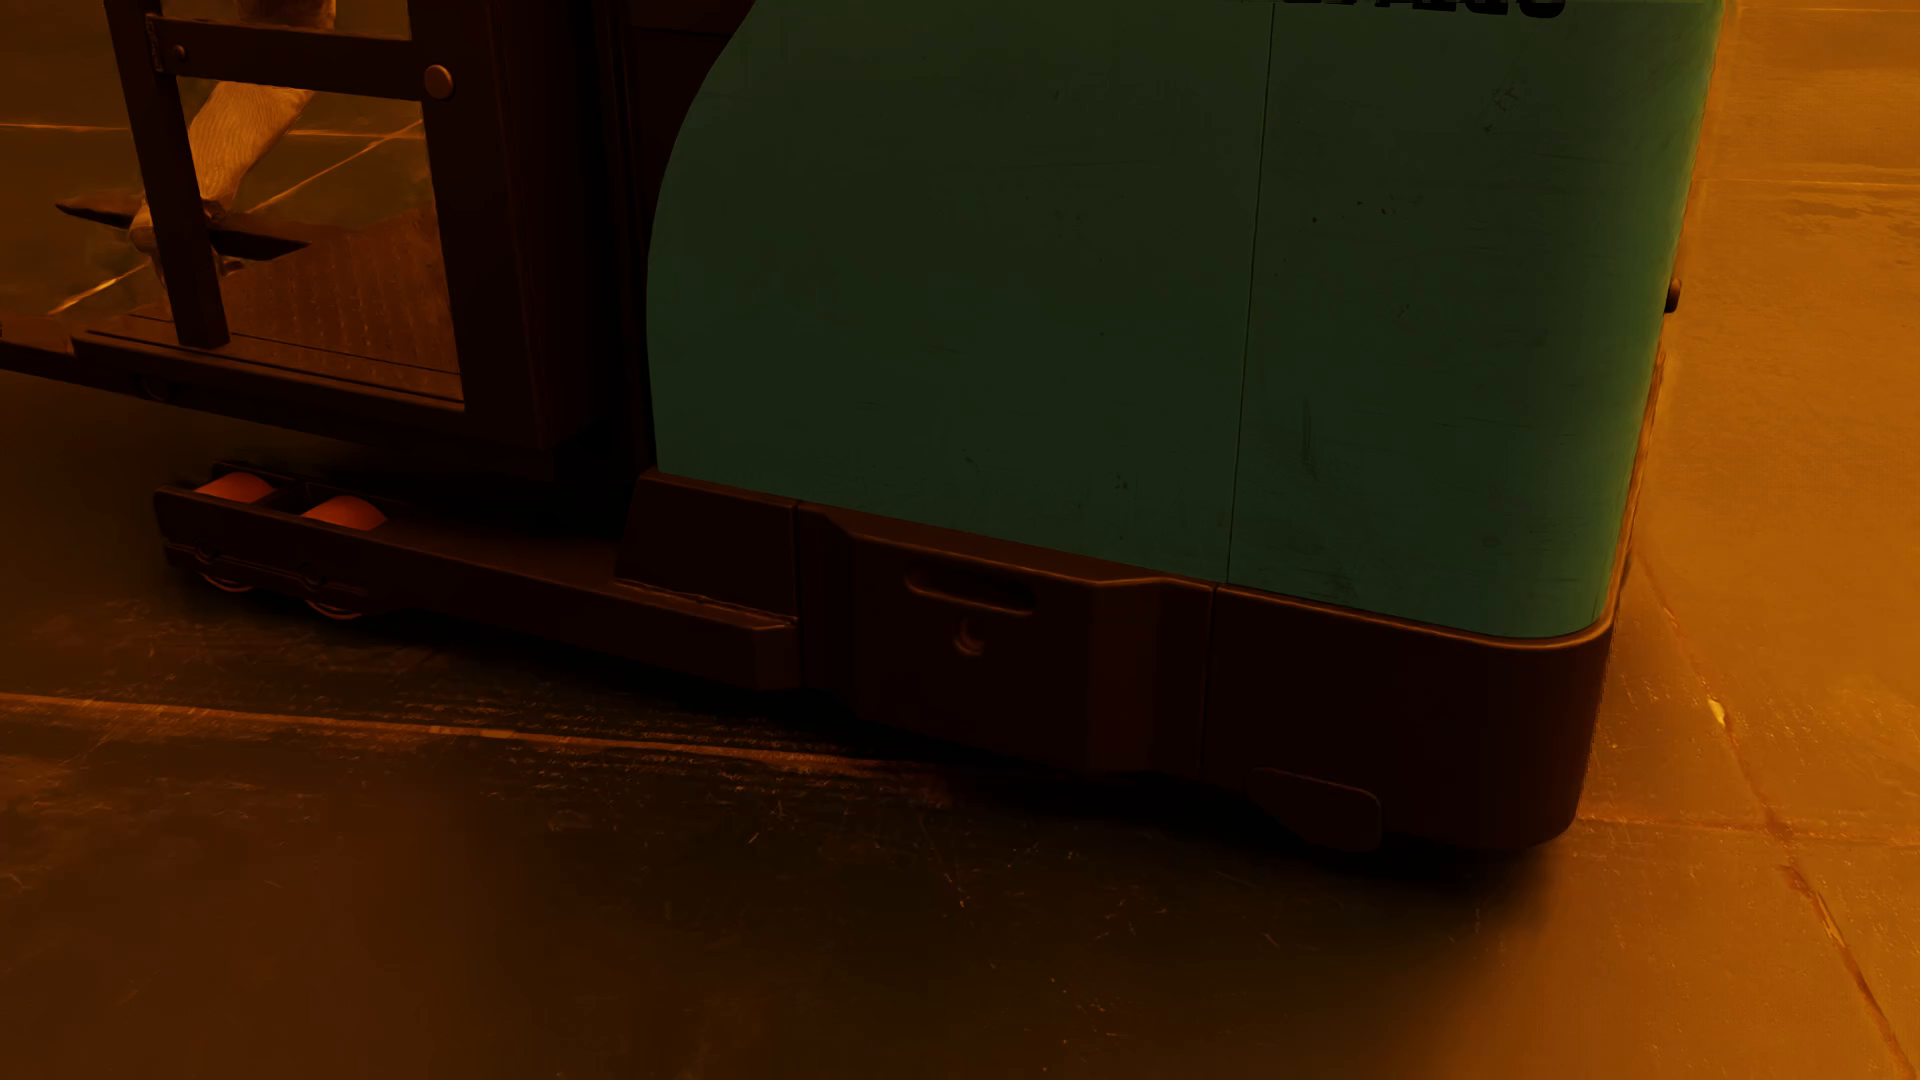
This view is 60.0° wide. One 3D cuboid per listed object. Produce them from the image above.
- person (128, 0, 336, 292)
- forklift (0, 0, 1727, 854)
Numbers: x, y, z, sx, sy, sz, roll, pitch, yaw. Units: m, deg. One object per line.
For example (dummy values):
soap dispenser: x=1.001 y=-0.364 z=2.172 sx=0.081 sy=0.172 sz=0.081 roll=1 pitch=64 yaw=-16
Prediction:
person: x=-1.041 y=-1.213 z=2.986 sx=0.958 sy=1.565 sz=0.822 roll=8 pitch=28 yaw=16
forklift: x=-0.562 y=-1.404 z=2.030 sx=3.031 sy=2.935 sz=1.130 roll=11 pitch=29 yaw=21
